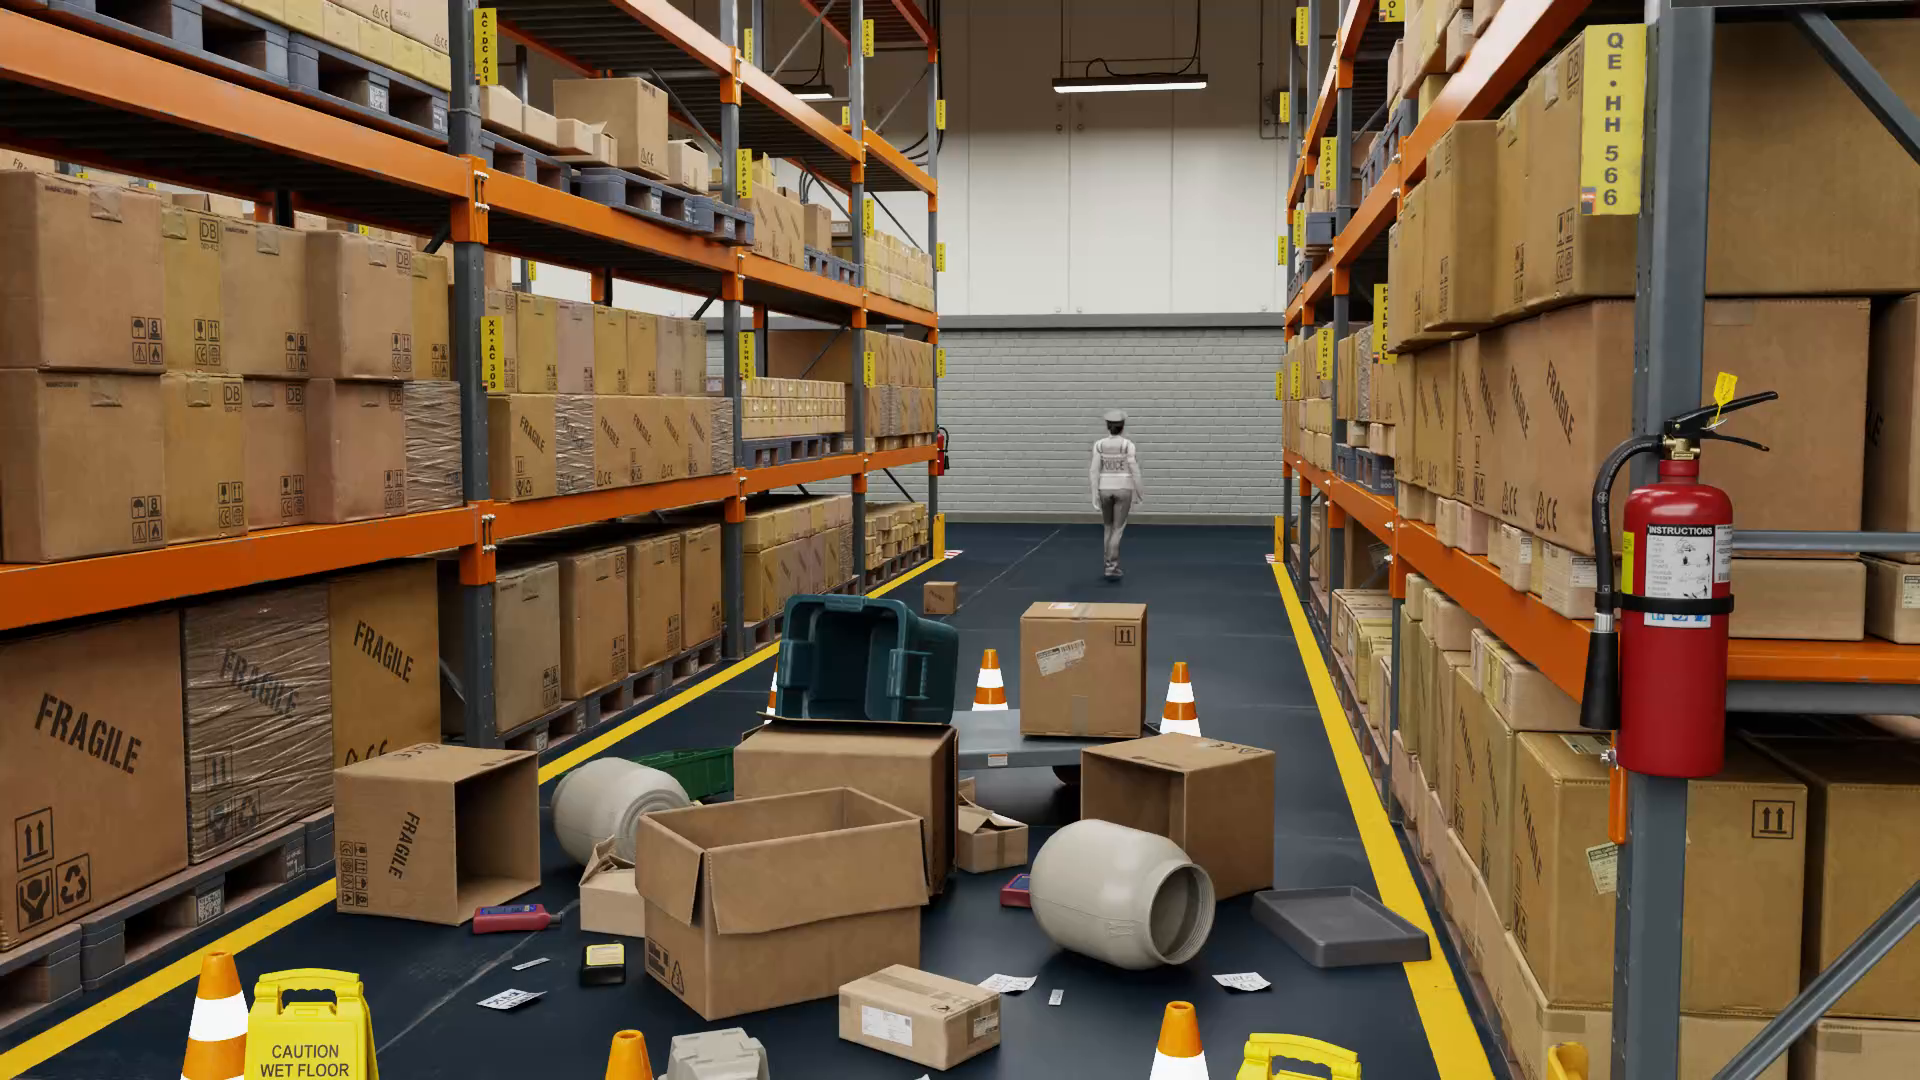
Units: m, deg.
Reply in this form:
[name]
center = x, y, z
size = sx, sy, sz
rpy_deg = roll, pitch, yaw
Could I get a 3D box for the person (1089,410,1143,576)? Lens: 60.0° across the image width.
[person]
center = 1.592, -0.433, 16.830
size = 0.501, 1.754, 0.588
rpy_deg = 2, 5, 26
